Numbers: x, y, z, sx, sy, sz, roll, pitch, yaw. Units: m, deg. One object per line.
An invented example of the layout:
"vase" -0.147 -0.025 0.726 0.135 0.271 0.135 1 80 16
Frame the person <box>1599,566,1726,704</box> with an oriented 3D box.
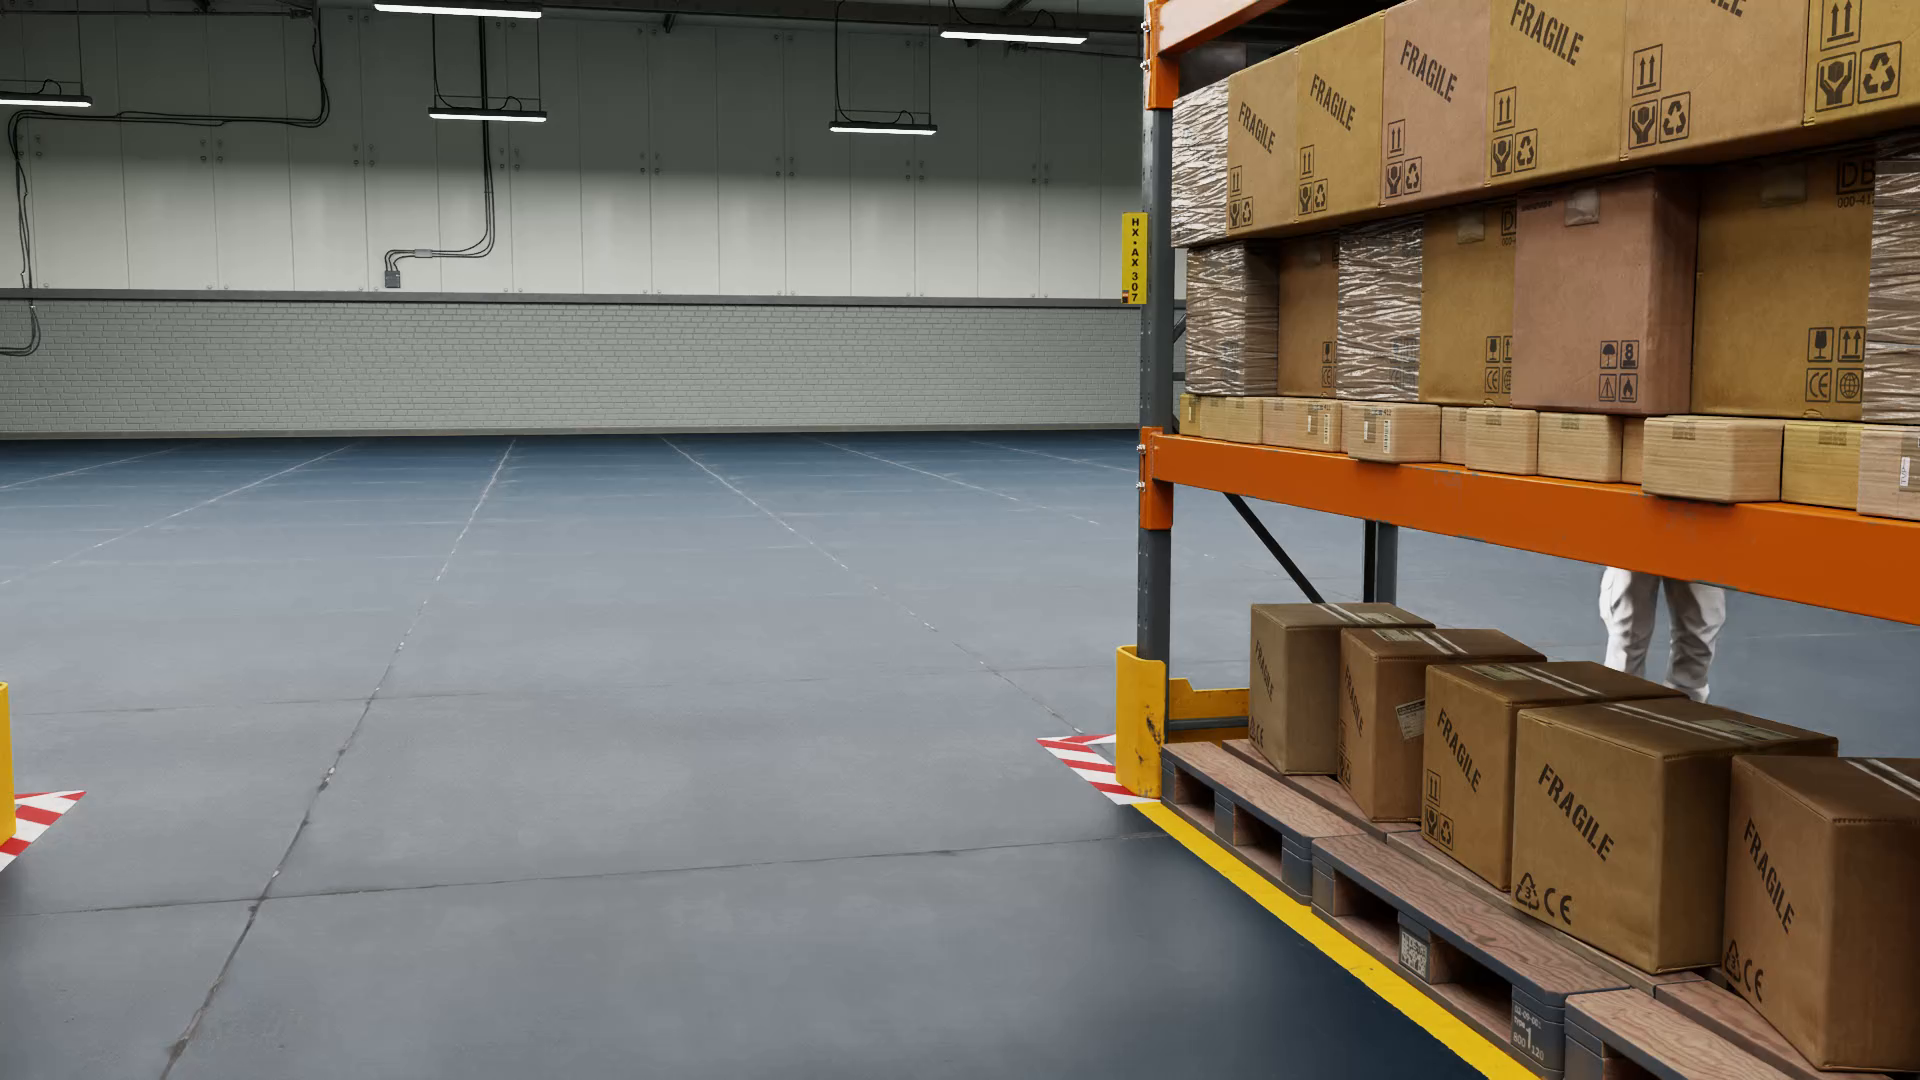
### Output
"person" 2.650 0.019 6.165 0.491 1.773 0.583 1 6 6
